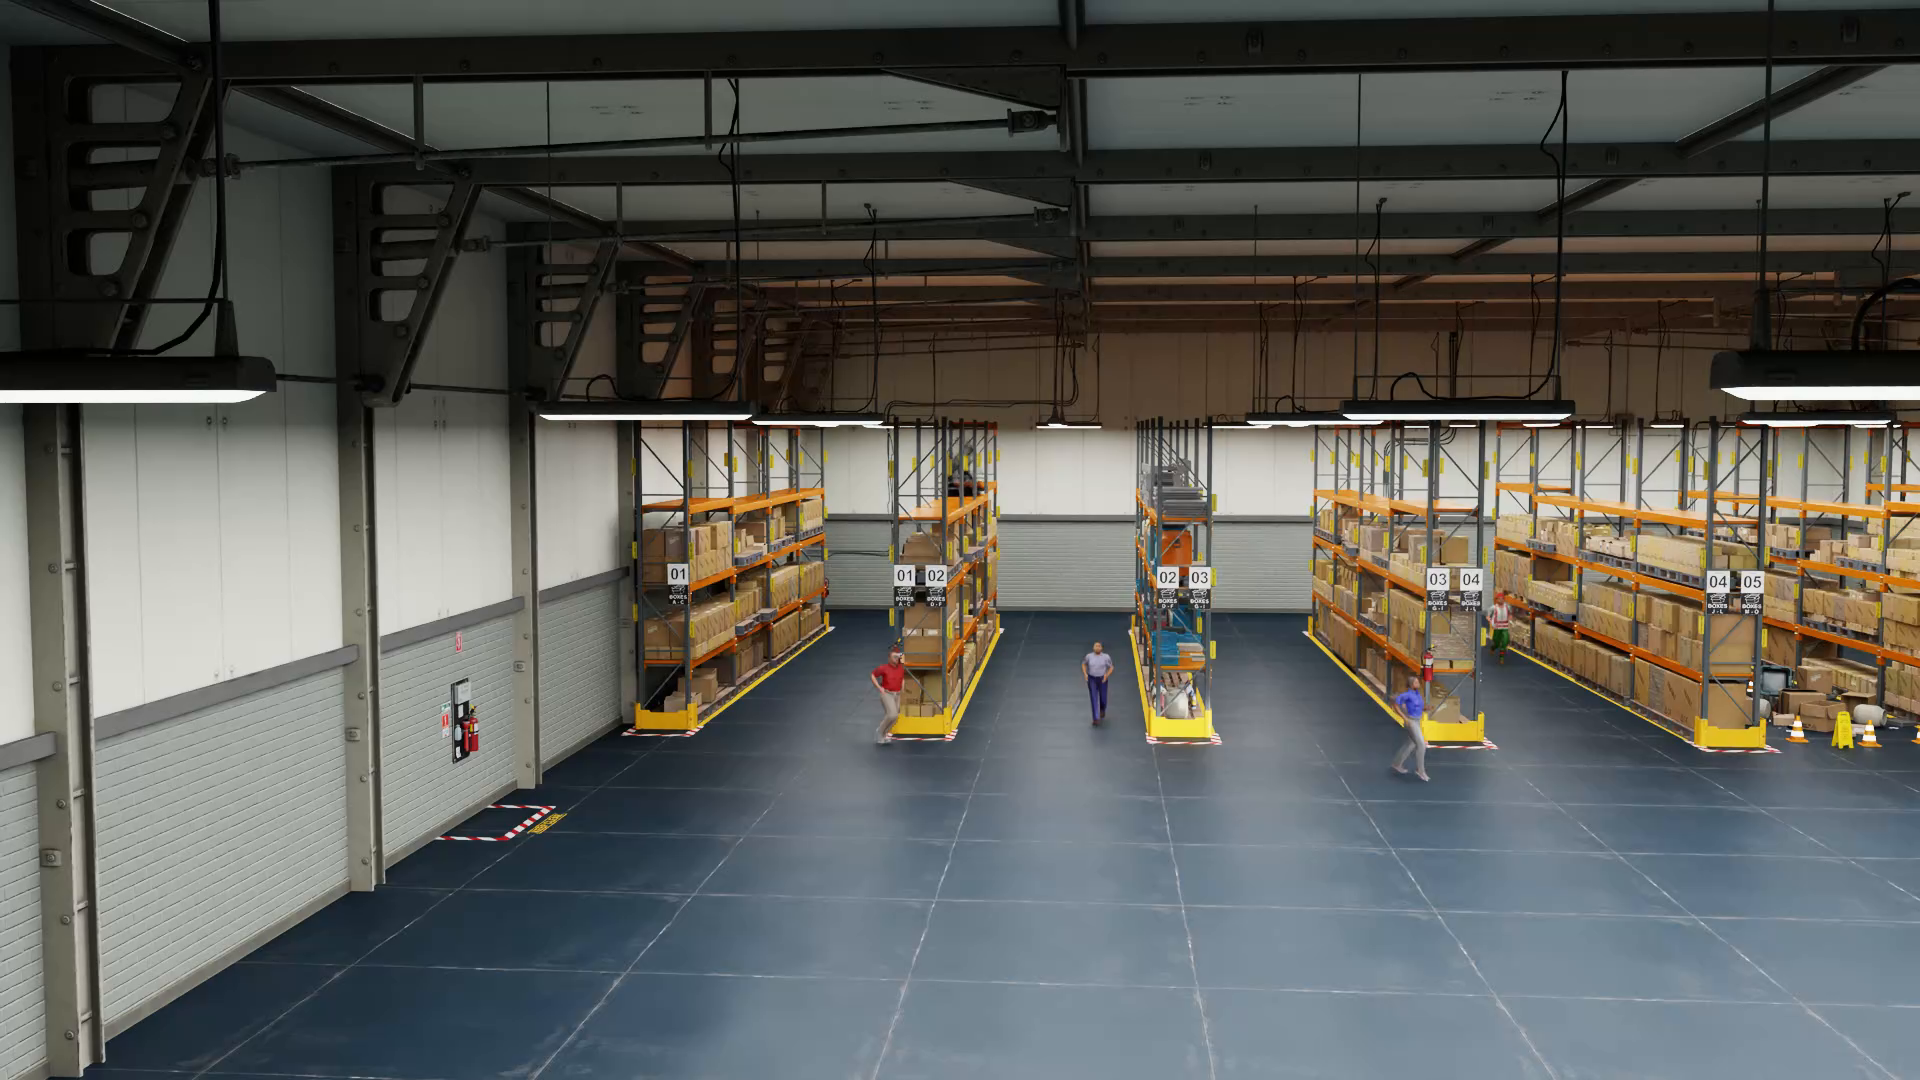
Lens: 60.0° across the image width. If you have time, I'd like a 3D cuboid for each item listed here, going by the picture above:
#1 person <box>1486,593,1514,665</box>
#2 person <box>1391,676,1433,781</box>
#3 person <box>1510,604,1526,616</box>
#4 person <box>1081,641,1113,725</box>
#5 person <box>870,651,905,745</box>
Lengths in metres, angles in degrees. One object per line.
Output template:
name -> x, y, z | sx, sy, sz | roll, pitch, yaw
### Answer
person -> 13.315, 2.185, 40.944 | 0.669, 1.755, 0.866 | 0, 4, 2
person -> 7.469, 3.098, 27.483 | 0.724, 1.714, 0.558 | 2, 4, 33
person -> 15.849, 1.780, 47.449 | 0.620, 1.637, 0.929 | -4, 5, -44
person -> 2.695, 2.784, 32.645 | 0.627, 1.623, 0.671 | 0, 4, 6
person -> -1.249, 2.894, 30.454 | 0.690, 1.707, 0.583 | -3, 5, -42
